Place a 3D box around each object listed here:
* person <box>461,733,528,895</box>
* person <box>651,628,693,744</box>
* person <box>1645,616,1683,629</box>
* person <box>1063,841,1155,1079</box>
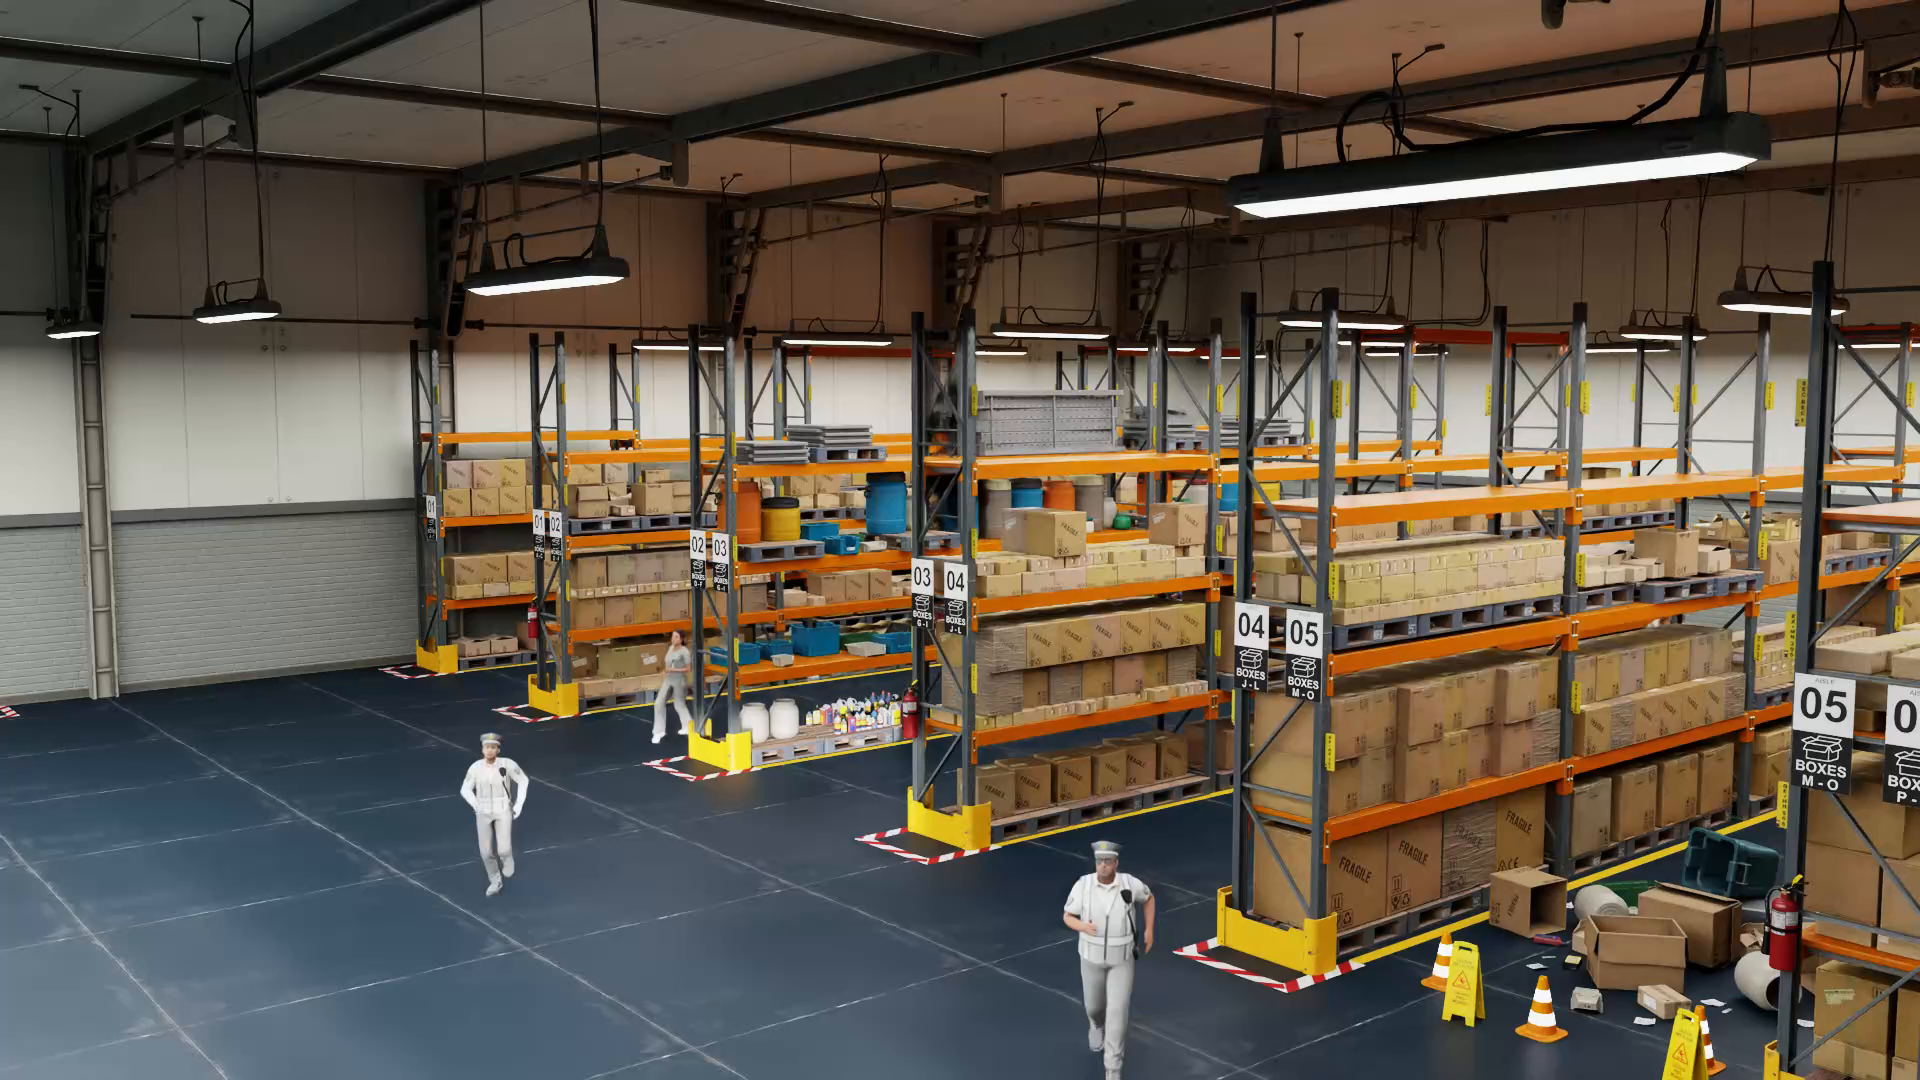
[{"bbox_3d":[-4.739,2.779,16.916,0.658,1.666,0.562,-1,5,-8],"label":"person"},{"bbox_3d":[-4.087,2.118,24.212,0.562,1.704,0.794,3,6,31],"label":"person"},{"bbox_3d":[10.919,1.877,25.776,0.836,1.844,0.661,-4,7,-40],"label":"person"},{"bbox_3d":[1.100,3.107,12.429,0.673,1.743,1.084,1,5,11],"label":"person"}]
